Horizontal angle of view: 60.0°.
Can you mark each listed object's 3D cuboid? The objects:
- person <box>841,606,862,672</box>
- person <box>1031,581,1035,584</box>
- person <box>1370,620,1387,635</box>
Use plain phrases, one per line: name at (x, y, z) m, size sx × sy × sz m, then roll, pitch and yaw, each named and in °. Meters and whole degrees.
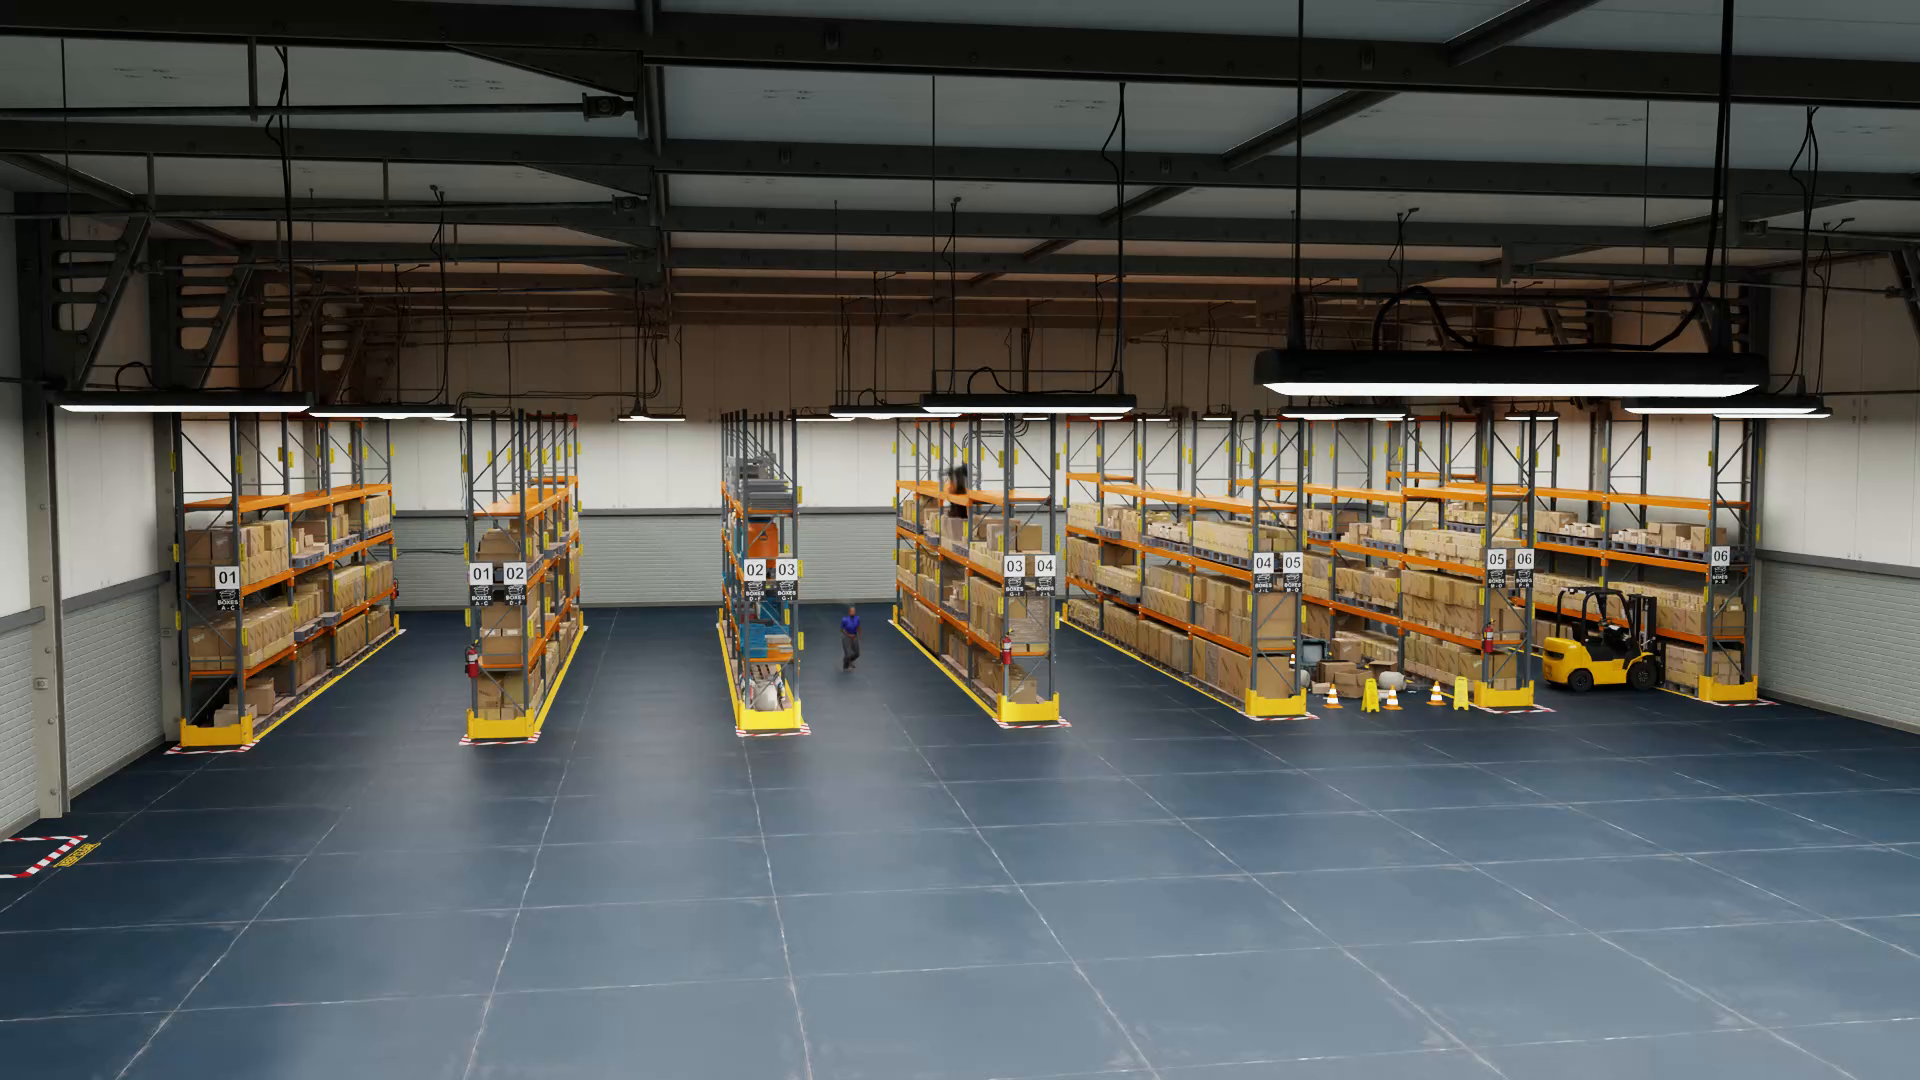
person at (-2.533, 2.281, 38.352) m, size 0.558 × 1.547 × 0.743 m, roll -2°, pitch 5°, yaw -30°
person at (1.886, 1.531, 47.716) m, size 0.757 × 1.782 × 0.944 m, roll 0°, pitch 4°, yaw 5°
person at (11.062, 1.765, 44.242) m, size 0.652 × 1.768 × 0.966 m, roll -1°, pitch 4°, yaw -15°
